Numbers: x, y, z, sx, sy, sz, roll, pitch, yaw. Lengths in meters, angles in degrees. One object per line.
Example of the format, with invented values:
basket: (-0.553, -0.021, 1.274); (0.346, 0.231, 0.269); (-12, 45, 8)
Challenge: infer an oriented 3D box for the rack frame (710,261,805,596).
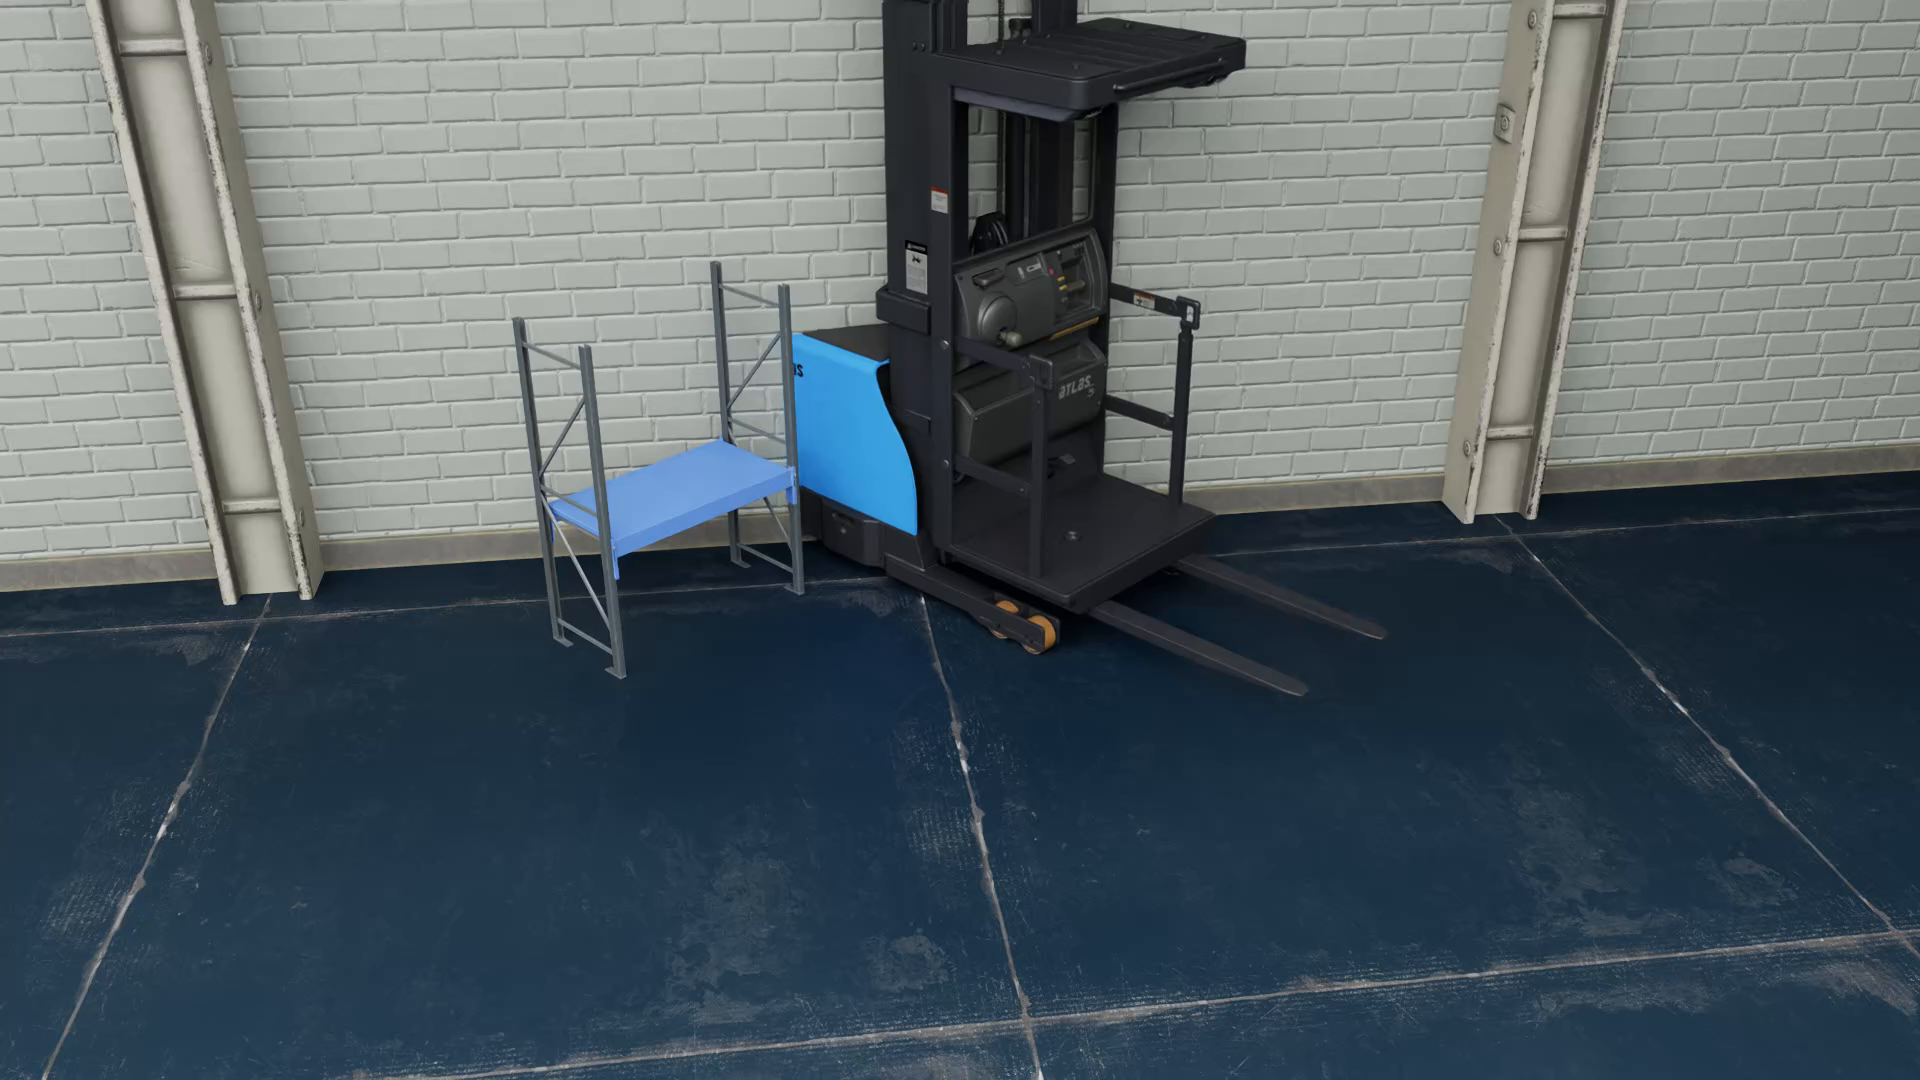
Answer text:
rack frame: (-0.917, -0.491, 7.564); (0.500, 1.500, 0.032); (23, 35, 38)

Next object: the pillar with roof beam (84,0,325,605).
pillar with roof beam: (-2.622, -1.841, 1.981); (0.400, 9.000, 9.100); (-4, 27, -7)

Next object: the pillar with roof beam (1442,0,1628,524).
pillar with roof beam: (3.320, -2.223, 2.724); (0.400, 9.000, 9.100); (-4, 27, -7)

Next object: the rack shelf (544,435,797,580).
rack shelf: (-1.267, -0.163, 7.318); (0.538, 0.185, 1.000); (23, 35, 38)

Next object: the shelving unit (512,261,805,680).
shelving unit: (-1.267, -0.323, 7.236); (0.538, 1.500, 1.048); (23, 35, 38)

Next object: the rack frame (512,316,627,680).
rack frame: (-1.616, -0.154, 6.908); (0.500, 1.500, 0.032); (23, 35, 38)

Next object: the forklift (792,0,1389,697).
forklift: (0.475, -1.074, 7.133); (3.031, 2.935, 1.130); (23, 35, 38)
